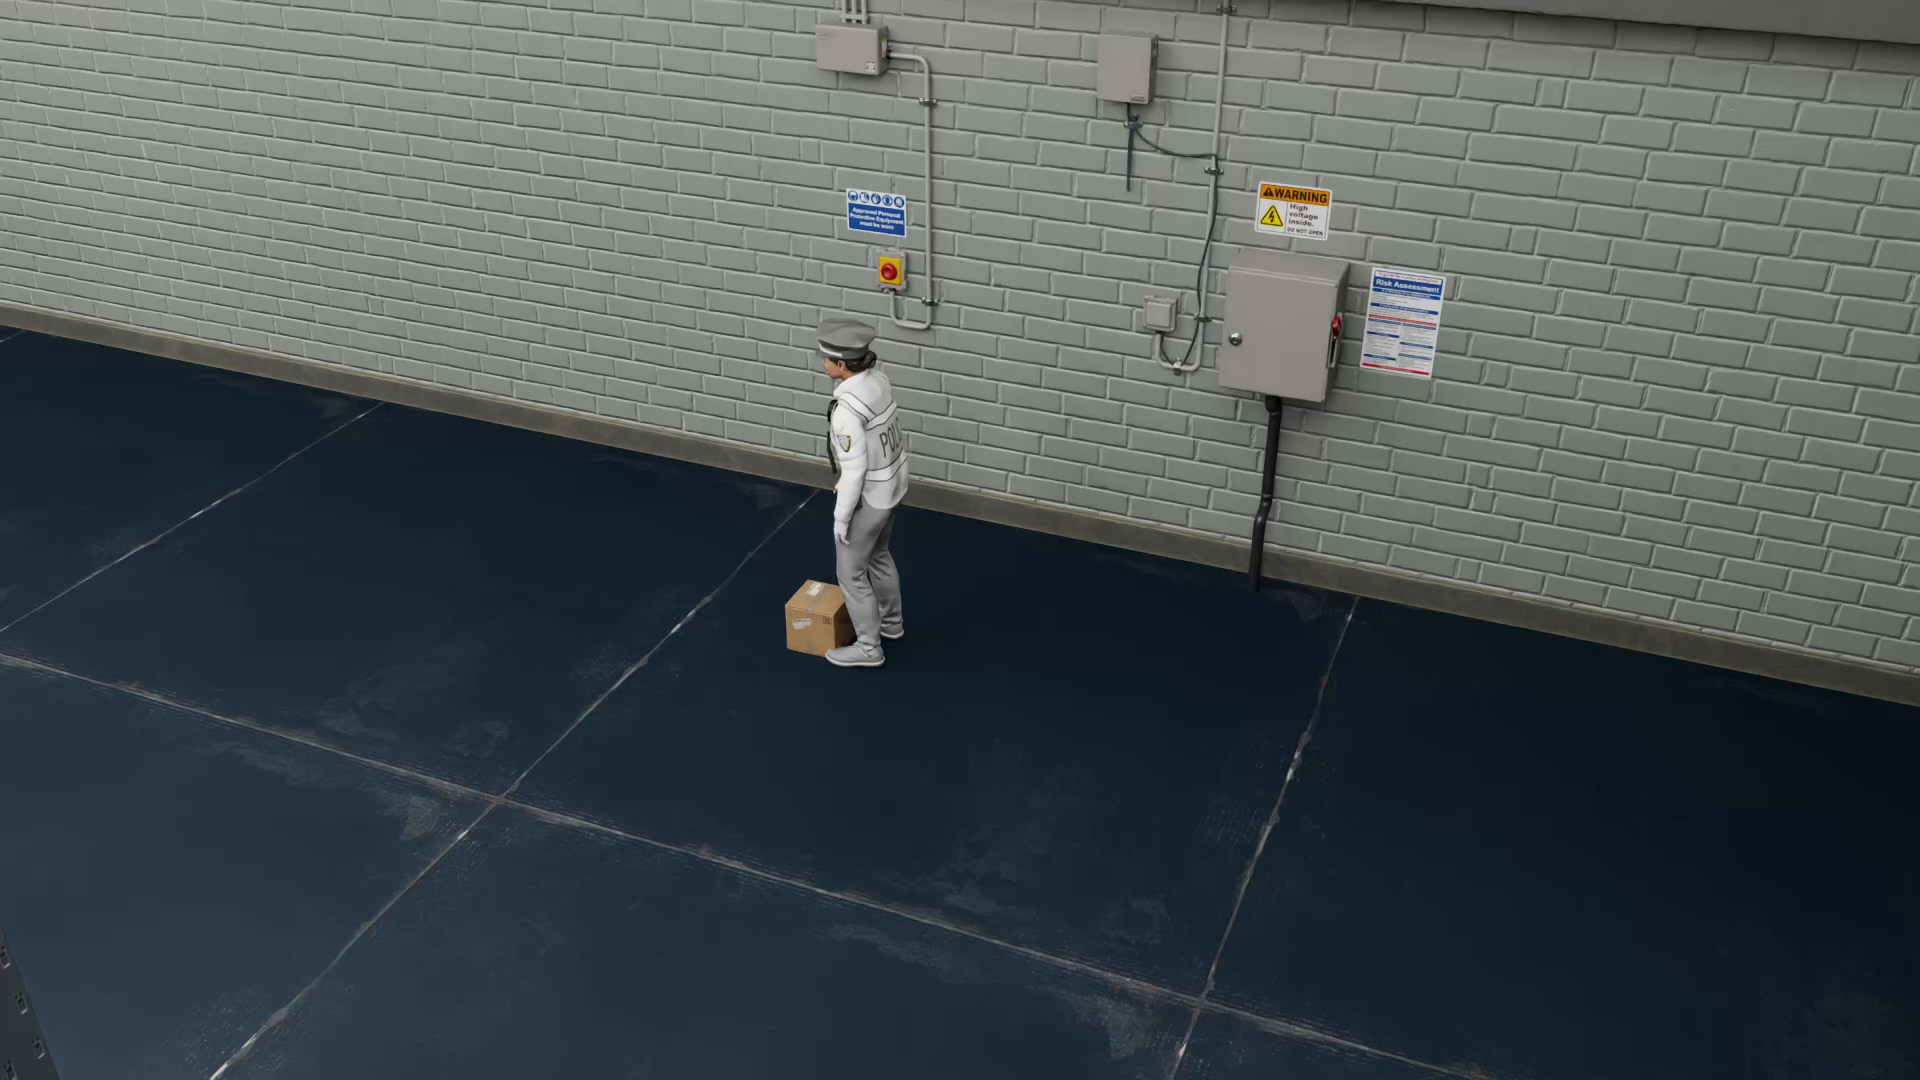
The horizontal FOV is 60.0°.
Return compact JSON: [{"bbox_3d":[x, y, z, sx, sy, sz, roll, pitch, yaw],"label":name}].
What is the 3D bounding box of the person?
[{"bbox_3d":[-0.431,-0.193,7.462,0.374,1.662,0.539,10,31,16],"label":"person"}]
